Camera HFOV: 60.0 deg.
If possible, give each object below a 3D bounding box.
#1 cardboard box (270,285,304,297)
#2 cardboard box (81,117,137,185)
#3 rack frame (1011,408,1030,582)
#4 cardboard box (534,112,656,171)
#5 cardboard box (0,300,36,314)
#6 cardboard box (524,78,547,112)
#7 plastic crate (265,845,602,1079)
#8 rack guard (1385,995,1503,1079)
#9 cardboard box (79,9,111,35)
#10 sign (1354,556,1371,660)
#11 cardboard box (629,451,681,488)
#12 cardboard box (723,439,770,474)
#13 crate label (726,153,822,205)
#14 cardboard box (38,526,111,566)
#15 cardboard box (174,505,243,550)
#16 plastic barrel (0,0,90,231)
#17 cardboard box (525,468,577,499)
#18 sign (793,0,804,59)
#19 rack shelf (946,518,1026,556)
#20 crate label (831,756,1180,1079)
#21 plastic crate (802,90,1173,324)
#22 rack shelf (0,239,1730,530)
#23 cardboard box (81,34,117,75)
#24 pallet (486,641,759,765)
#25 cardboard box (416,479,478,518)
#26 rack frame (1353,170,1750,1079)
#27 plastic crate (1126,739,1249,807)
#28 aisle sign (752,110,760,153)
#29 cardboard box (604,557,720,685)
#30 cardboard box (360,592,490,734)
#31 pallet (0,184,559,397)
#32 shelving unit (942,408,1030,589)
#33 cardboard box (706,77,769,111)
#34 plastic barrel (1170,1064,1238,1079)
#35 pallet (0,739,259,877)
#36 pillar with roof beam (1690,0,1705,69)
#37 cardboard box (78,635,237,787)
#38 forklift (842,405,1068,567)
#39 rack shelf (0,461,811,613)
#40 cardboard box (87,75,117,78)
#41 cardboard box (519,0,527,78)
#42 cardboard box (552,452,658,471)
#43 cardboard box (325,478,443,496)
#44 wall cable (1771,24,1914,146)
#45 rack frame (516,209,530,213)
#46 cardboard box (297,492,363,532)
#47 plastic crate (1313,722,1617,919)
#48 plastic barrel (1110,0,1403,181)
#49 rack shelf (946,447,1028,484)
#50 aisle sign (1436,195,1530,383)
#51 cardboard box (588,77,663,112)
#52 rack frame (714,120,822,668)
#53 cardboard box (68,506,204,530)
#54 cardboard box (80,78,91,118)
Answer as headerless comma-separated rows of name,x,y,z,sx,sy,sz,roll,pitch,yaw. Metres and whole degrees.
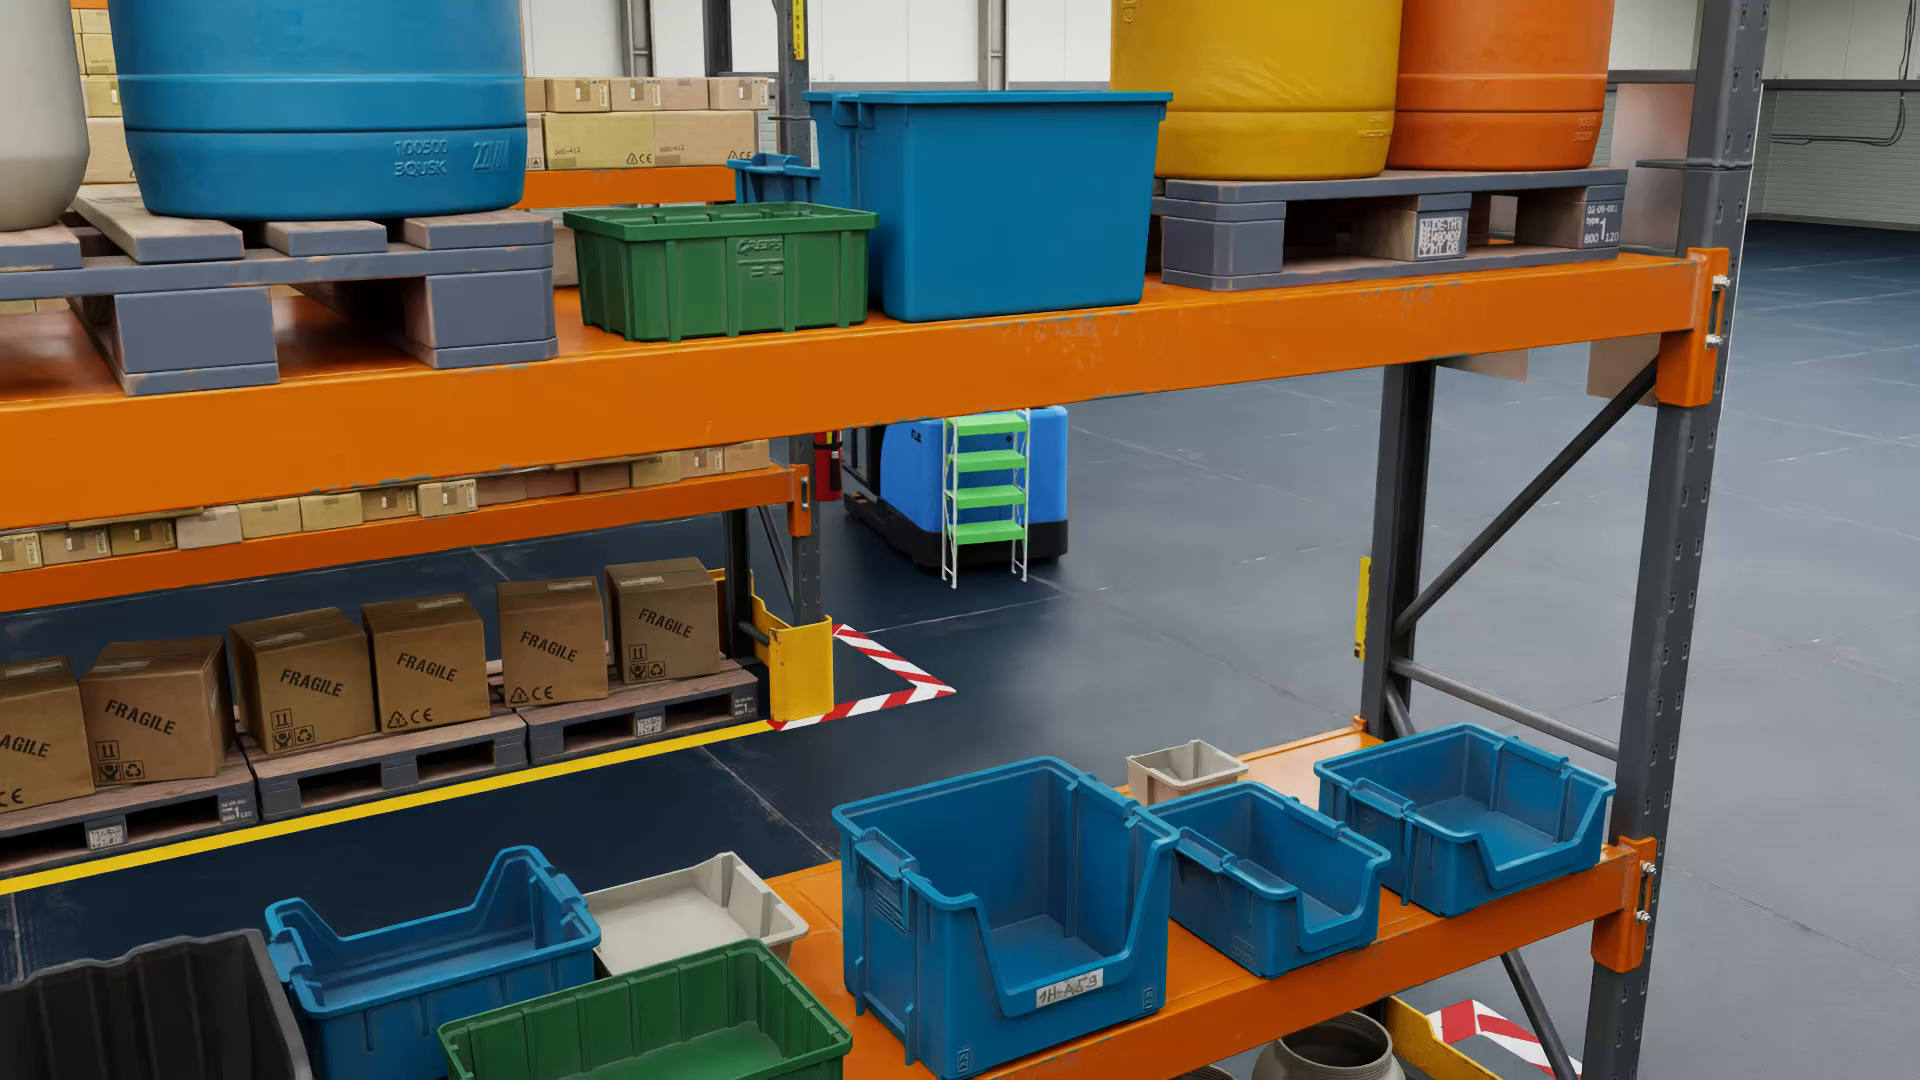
cardboard box,-3.077,-0.929,7.076,0.500,0.500,0.500,-9,18,-30
cardboard box,-3.482,-1.563,6.649,0.500,0.250,0.500,-9,18,-30
rack frame,0.396,-0.333,10.860,0.015,1.200,0.240,-5,18,-18
cardboard box,-1.731,-1.845,7.655,0.500,0.250,0.500,-9,18,-29
cardboard box,-3.934,-0.789,6.580,0.500,0.500,0.500,-9,18,-30
cardboard box,-2.040,-2.004,7.482,0.250,0.149,0.380,-9,18,-29
plastic crate,-1.091,0.888,3.460,0.616,0.251,0.499,-9,18,-30
rack guard,1.488,1.702,4.911,0.348,0.500,1.175,-9,18,-30
cardboard box,-5.559,-3.346,10.757,0.250,0.149,0.380,-9,18,-29
sign,1.249,0.216,5.069,0.005,0.325,0.100,-9,18,-30
cardboard box,-1.562,-0.379,8.171,0.250,0.149,0.380,-9,18,-30
cardboard box,-1.160,-0.460,8.461,0.250,0.149,0.380,-9,18,-30
crate label,-0.246,-0.712,3.610,0.408,0.251,0.502,-9,18,-30
cardboard box,-3.691,-0.025,6.907,0.250,0.149,0.380,-9,18,-30
cardboard box,-3.246,-0.087,7.129,0.250,0.149,0.380,-9,18,-30
plastic barrel,-1.430,-0.682,2.242,0.421,0.512,0.421,0,16,0
cardboard box,-2.020,-0.323,7.970,0.250,0.149,0.380,-9,18,-30
sign,-0.753,-2.408,7.746,0.005,0.325,0.100,-9,18,-30
rack shelf,0.162,-0.022,10.875,0.480,0.148,0.258,-5,18,-18
crate label,0.090,0.779,3.510,0.616,0.435,0.502,-9,18,-30
plastic crate,0.049,-0.625,3.054,0.575,0.384,0.392,-9,18,-30
rack shelf,-0.186,-0.343,3.351,4.000,0.370,1.077,-9,18,-30
cardboard box,-5.491,-3.184,10.917,0.500,0.250,0.500,-9,18,-30
pallet,-1.802,0.789,8.703,1.213,0.211,1.003,-9,18,-30
cardboard box,-2.392,-0.228,7.630,0.250,0.149,0.380,-9,18,-30
rack frame,1.529,0.477,4.650,0.127,3.000,1.000,-9,18,-30
plastic crate,0.596,0.654,4.508,0.250,0.136,0.298,-9,18,-30
aisle sign,-1.123,-1.999,8.666,0.004,0.787,0.394,-9,18,-30
cardboard box,-1.566,0.415,8.723,0.500,0.500,0.500,-6,17,-19
cardboard box,-2.607,0.589,8.104,0.500,0.500,0.500,-7,17,-25
pallet,-1.332,-0.443,2.726,1.003,0.211,1.213,-9,18,-30
shelving unit,0.165,-0.312,10.784,0.503,1.200,0.258,-5,18,-18
cardboard box,-1.099,-2.122,7.905,0.250,0.149,0.380,-9,18,-30
plastic barrel,0.574,1.652,4.292,0.421,0.512,0.421,0,16,0
pallet,-3.893,1.128,7.493,1.213,0.211,1.003,-9,18,-30
pillar with roof beam,18.186,-10.284,31.925,0.400,9.000,9.100,-9,18,-30
cardboard box,-3.600,0.761,7.491,0.500,0.500,0.500,-3,16,-12
forklift,-0.237,-1.584,12.131,1.130,2.935,3.031,-5,17,-19
rack shelf,-2.736,-0.044,7.844,4.000,0.370,1.077,-9,18,-30
cardboard box,-5.560,-2.962,10.864,0.250,0.149,0.380,-10,18,-31
cardboard box,-2.220,-2.271,7.235,0.500,0.500,0.500,-9,18,-30
cardboard box,-1.874,-0.693,8.088,0.500,0.500,0.875,-9,18,-30
cardboard box,-2.760,-0.567,7.637,0.500,0.500,0.875,-9,18,-30
wall cable,19.176,-9.889,36.267,0.112,2.526,3.097,-9,18,-30
rack frame,-3.490,-1.830,12.882,0.127,3.000,1.000,-9,18,-30
cardboard box,-2.833,-0.164,7.402,0.250,0.149,0.380,-9,18,-30
plastic crate,1.254,0.688,4.175,0.616,0.251,0.499,-9,18,-30
plastic barrel,0.617,-1.072,3.493,0.600,0.588,0.600,0,16,0
rack shelf,0.166,-0.480,10.732,0.480,0.148,0.258,-5,18,-18
aisle sign,1.440,-0.852,4.577,0.004,0.787,0.394,-9,18,-30
cardboard box,-1.561,-2.050,7.646,0.250,0.149,0.380,-10,19,-32
rack frame,-1.022,-0.669,8.738,0.127,3.000,1.000,-9,18,-30
cardboard box,-3.586,-0.414,7.092,0.500,0.500,0.875,-9,18,-30
cardboard box,-3.576,-1.736,6.529,0.250,0.149,0.380,-9,18,-29
